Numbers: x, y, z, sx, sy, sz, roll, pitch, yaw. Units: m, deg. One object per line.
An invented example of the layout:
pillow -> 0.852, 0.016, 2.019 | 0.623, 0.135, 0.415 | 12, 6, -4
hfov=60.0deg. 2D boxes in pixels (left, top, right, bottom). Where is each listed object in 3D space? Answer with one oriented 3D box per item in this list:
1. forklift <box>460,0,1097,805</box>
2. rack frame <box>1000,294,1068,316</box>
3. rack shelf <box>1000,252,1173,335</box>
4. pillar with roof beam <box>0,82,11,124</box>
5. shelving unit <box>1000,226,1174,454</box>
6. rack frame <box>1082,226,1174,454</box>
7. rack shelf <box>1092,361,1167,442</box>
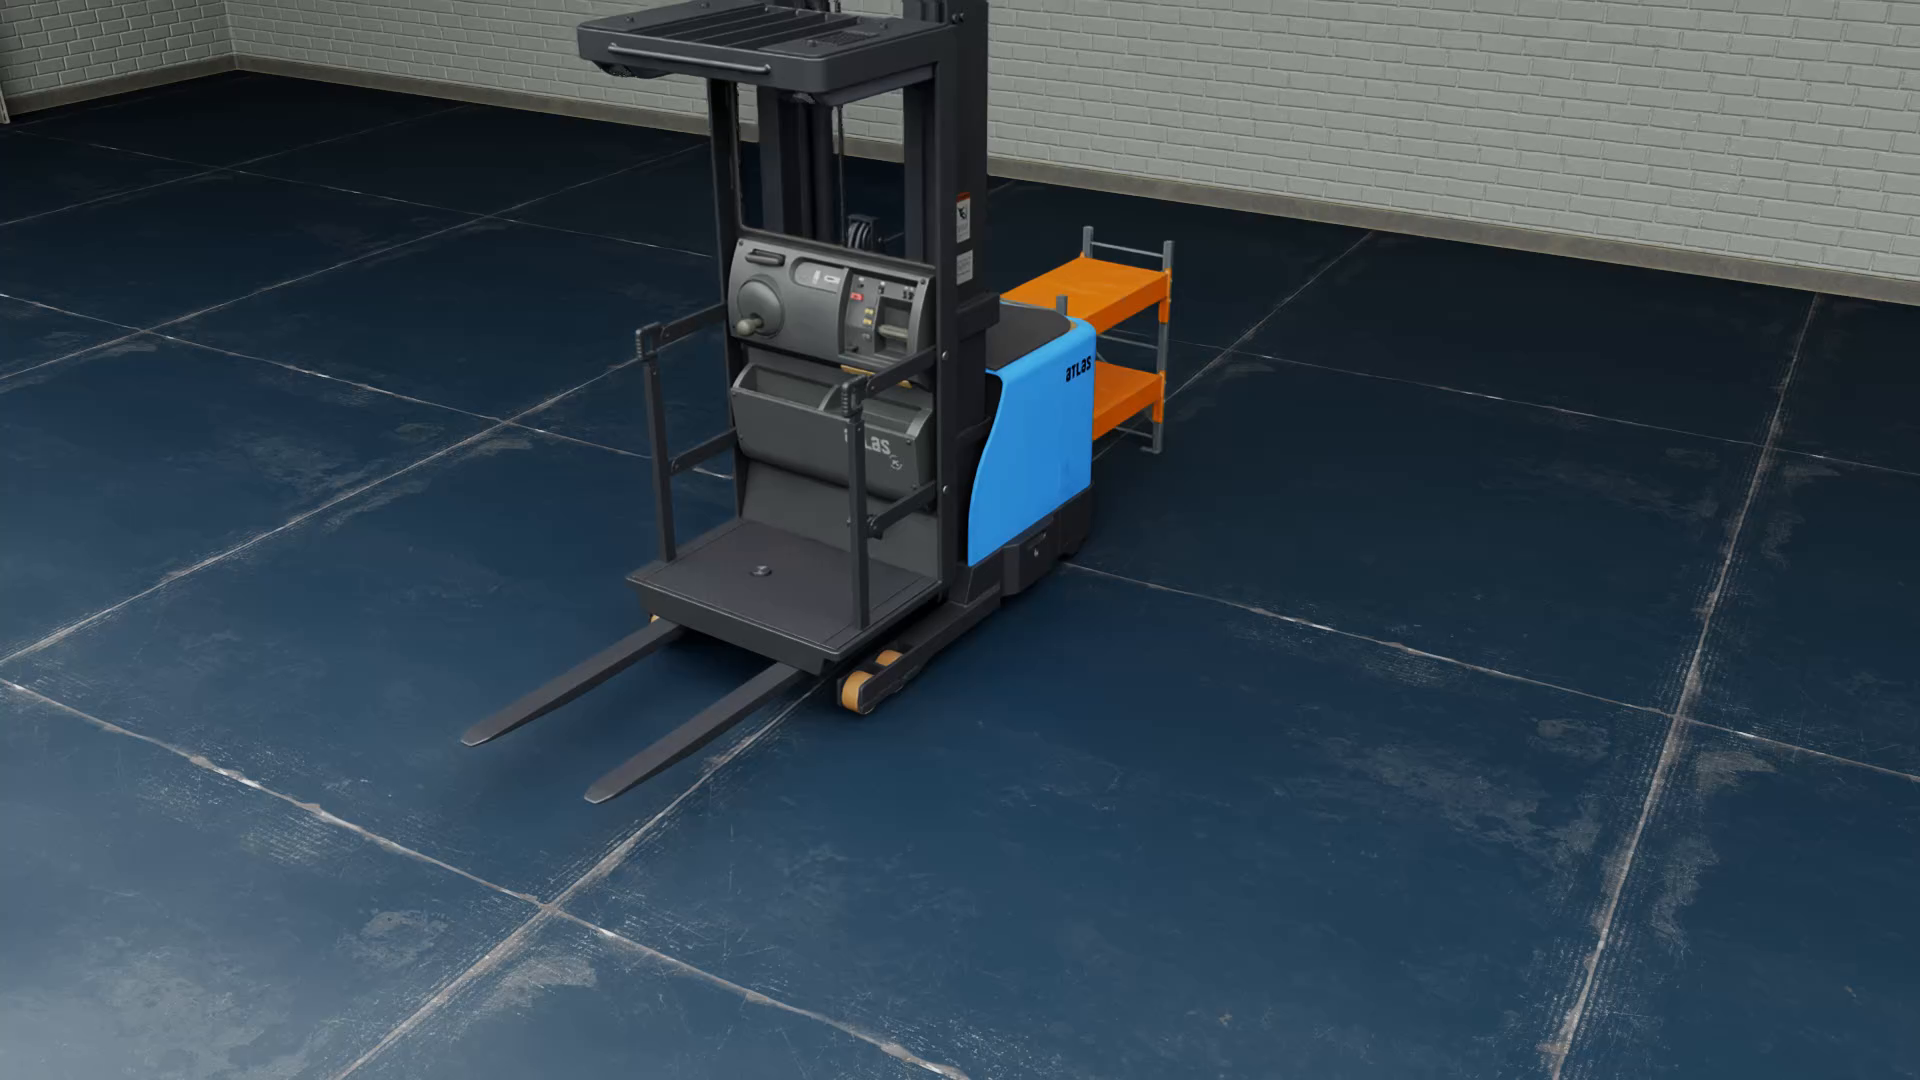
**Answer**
forklift -> -0.632, -0.882, 6.238 | 1.130, 2.935, 3.031 | 17, 31, 30
rack frame -> 0.266, -0.644, 7.781 | 0.500, 1.125, 0.032 | 17, 31, 30
rack shelf -> 0.551, -1.094, 8.026 | 0.538, 0.278, 1.000 | 17, 31, 30
pillar with roof beam -> -5.357, -6.937, 11.556 | 9.100, 9.000, 0.400 | 14, 30, 26
shelving unit -> 0.551, -0.833, 8.157 | 0.538, 1.125, 1.048 | 17, 31, 30
rack frame -> 0.837, -1.021, 8.533 | 0.500, 1.125, 0.032 | 17, 31, 30
rack shelf -> 0.551, -0.614, 8.266 | 0.538, 0.278, 1.000 | 17, 31, 30
